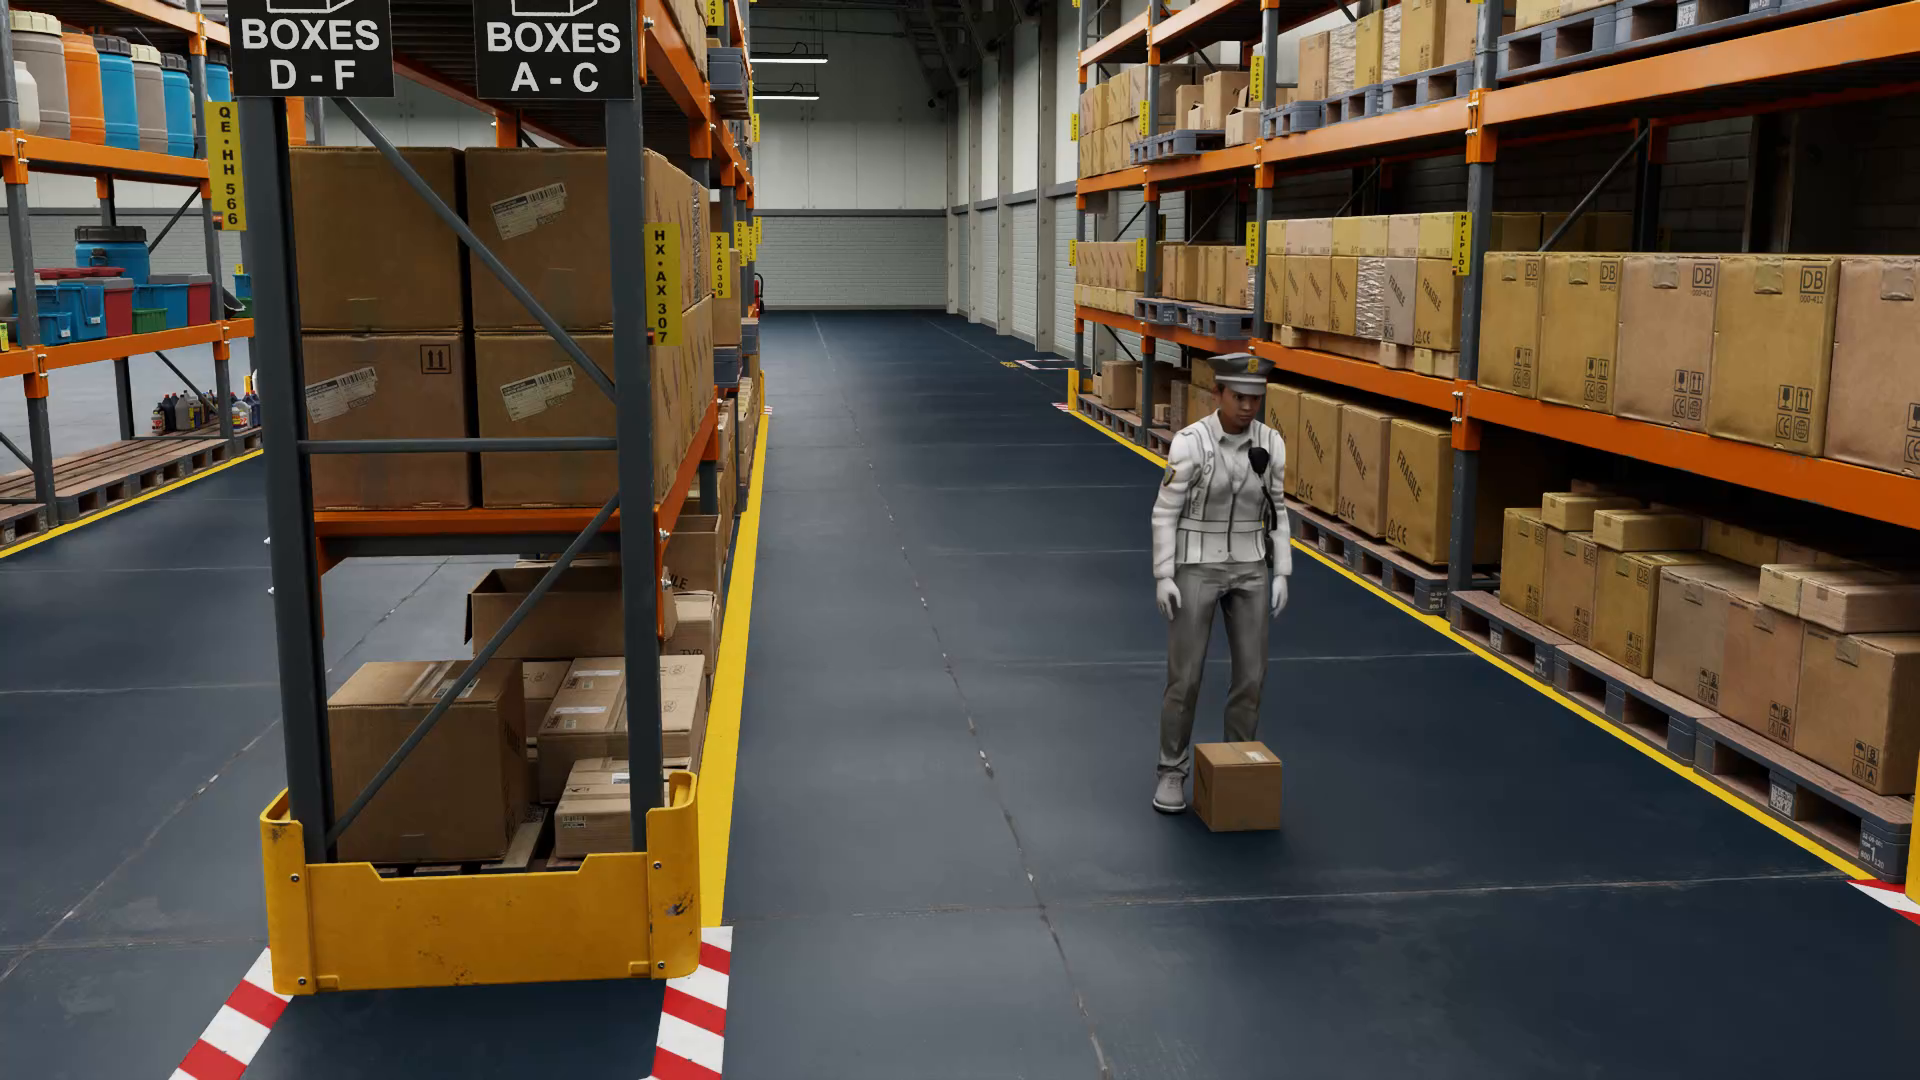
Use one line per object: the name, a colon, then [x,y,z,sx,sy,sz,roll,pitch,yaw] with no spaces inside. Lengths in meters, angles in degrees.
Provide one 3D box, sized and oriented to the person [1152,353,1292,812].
person: [0.961,0.146,6.079,0.532,1.662,0.375,-2,10,-9]
